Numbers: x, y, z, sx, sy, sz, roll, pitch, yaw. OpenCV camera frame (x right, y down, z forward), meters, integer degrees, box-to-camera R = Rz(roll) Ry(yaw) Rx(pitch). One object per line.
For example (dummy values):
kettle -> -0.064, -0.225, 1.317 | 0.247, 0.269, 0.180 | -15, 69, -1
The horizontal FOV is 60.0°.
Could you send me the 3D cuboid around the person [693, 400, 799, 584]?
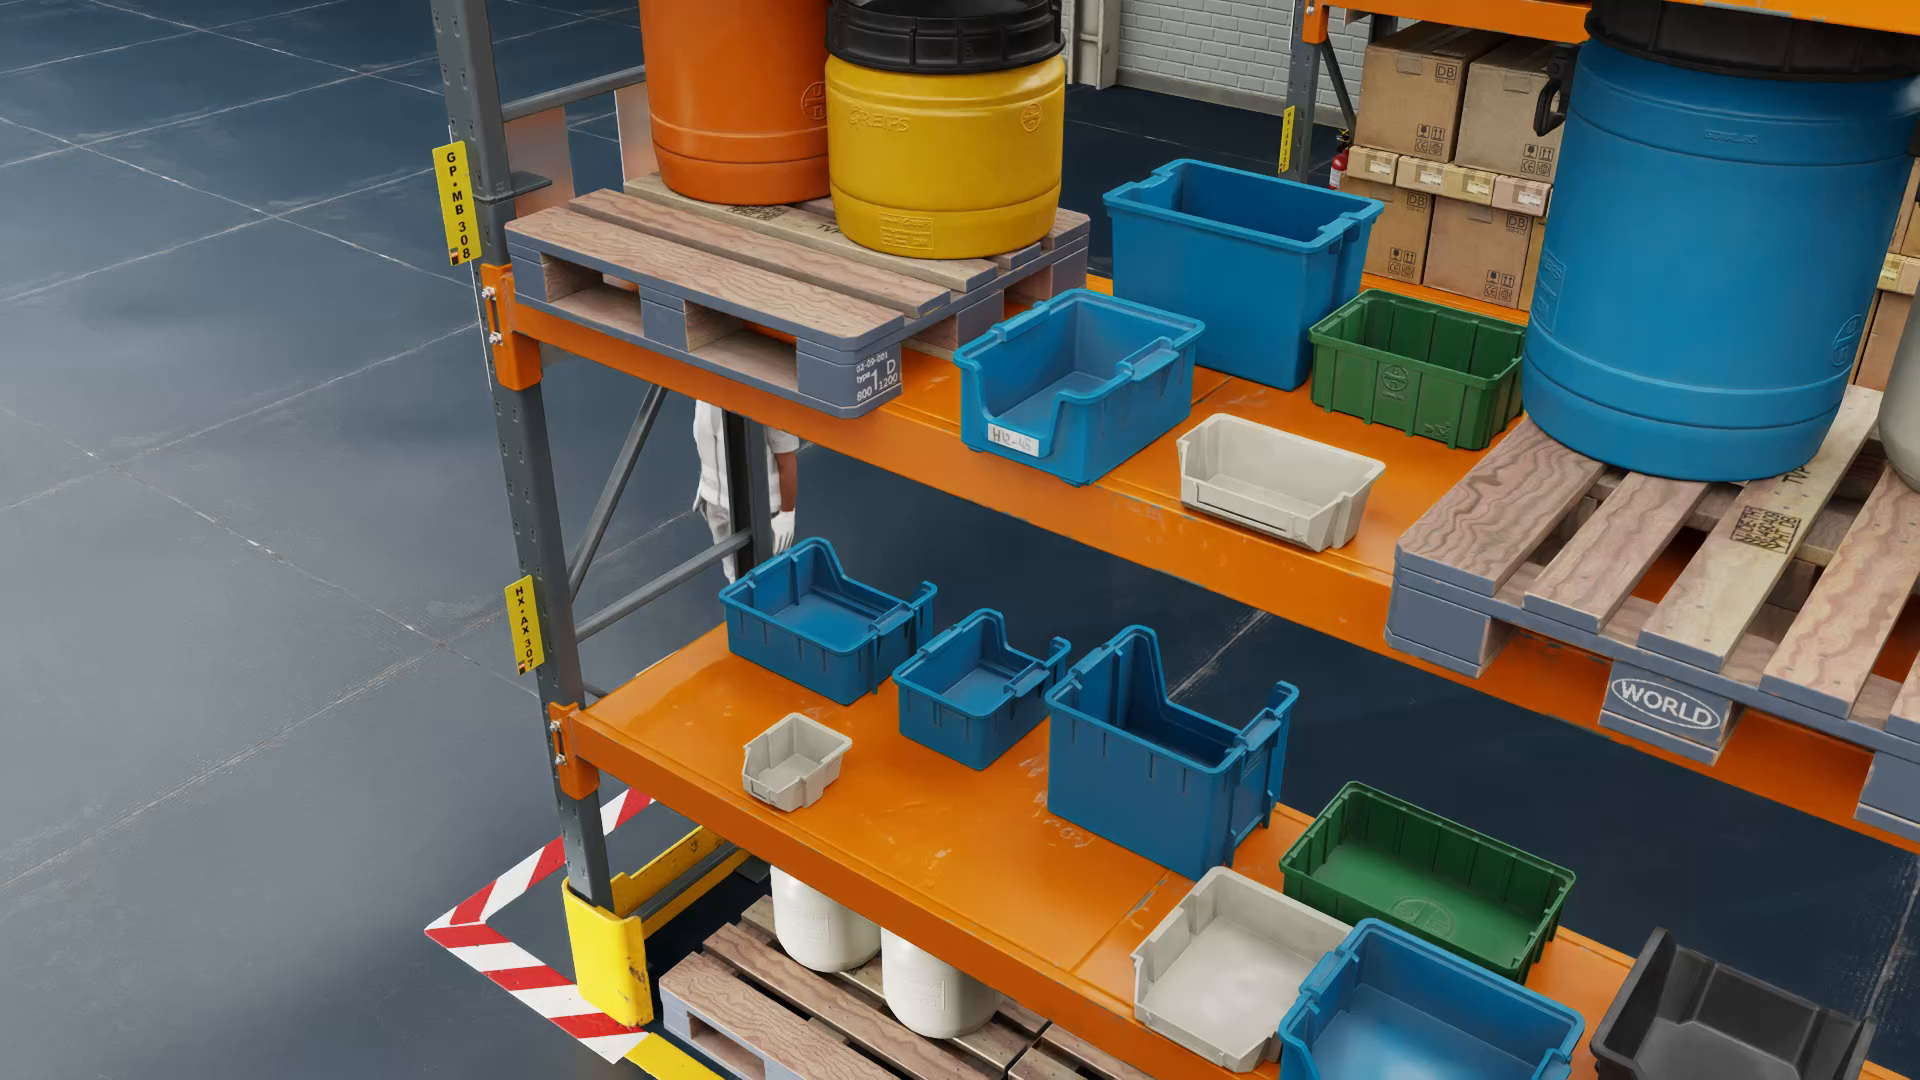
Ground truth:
person -> -0.963, -0.167, 7.383 | 0.570, 1.786, 0.381 | 23, 37, 33
